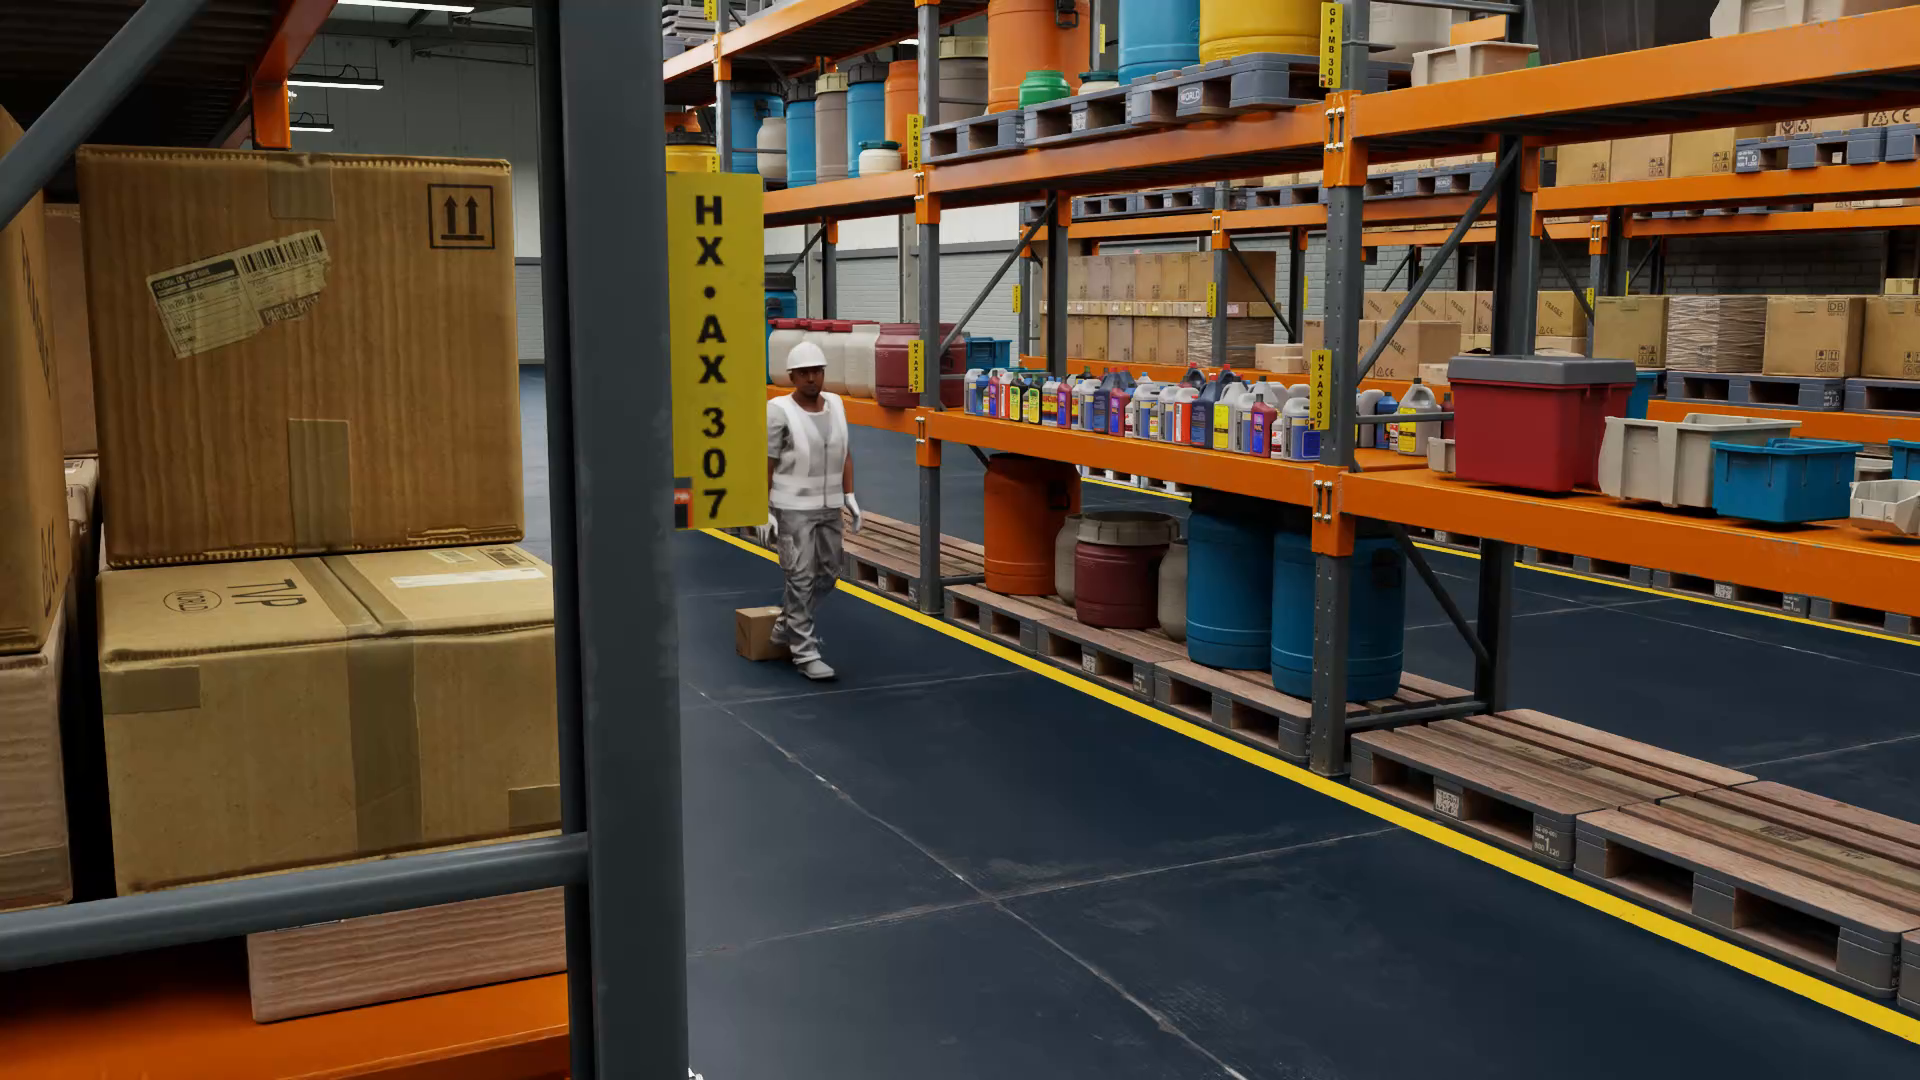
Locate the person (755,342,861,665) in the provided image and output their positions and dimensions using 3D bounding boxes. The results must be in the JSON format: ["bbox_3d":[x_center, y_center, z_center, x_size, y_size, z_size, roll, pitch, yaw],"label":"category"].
[{"bbox_3d":[-0.874,-0.198,8.898,0.558,1.724,0.599,-8,12,-44],"label":"person"}]
